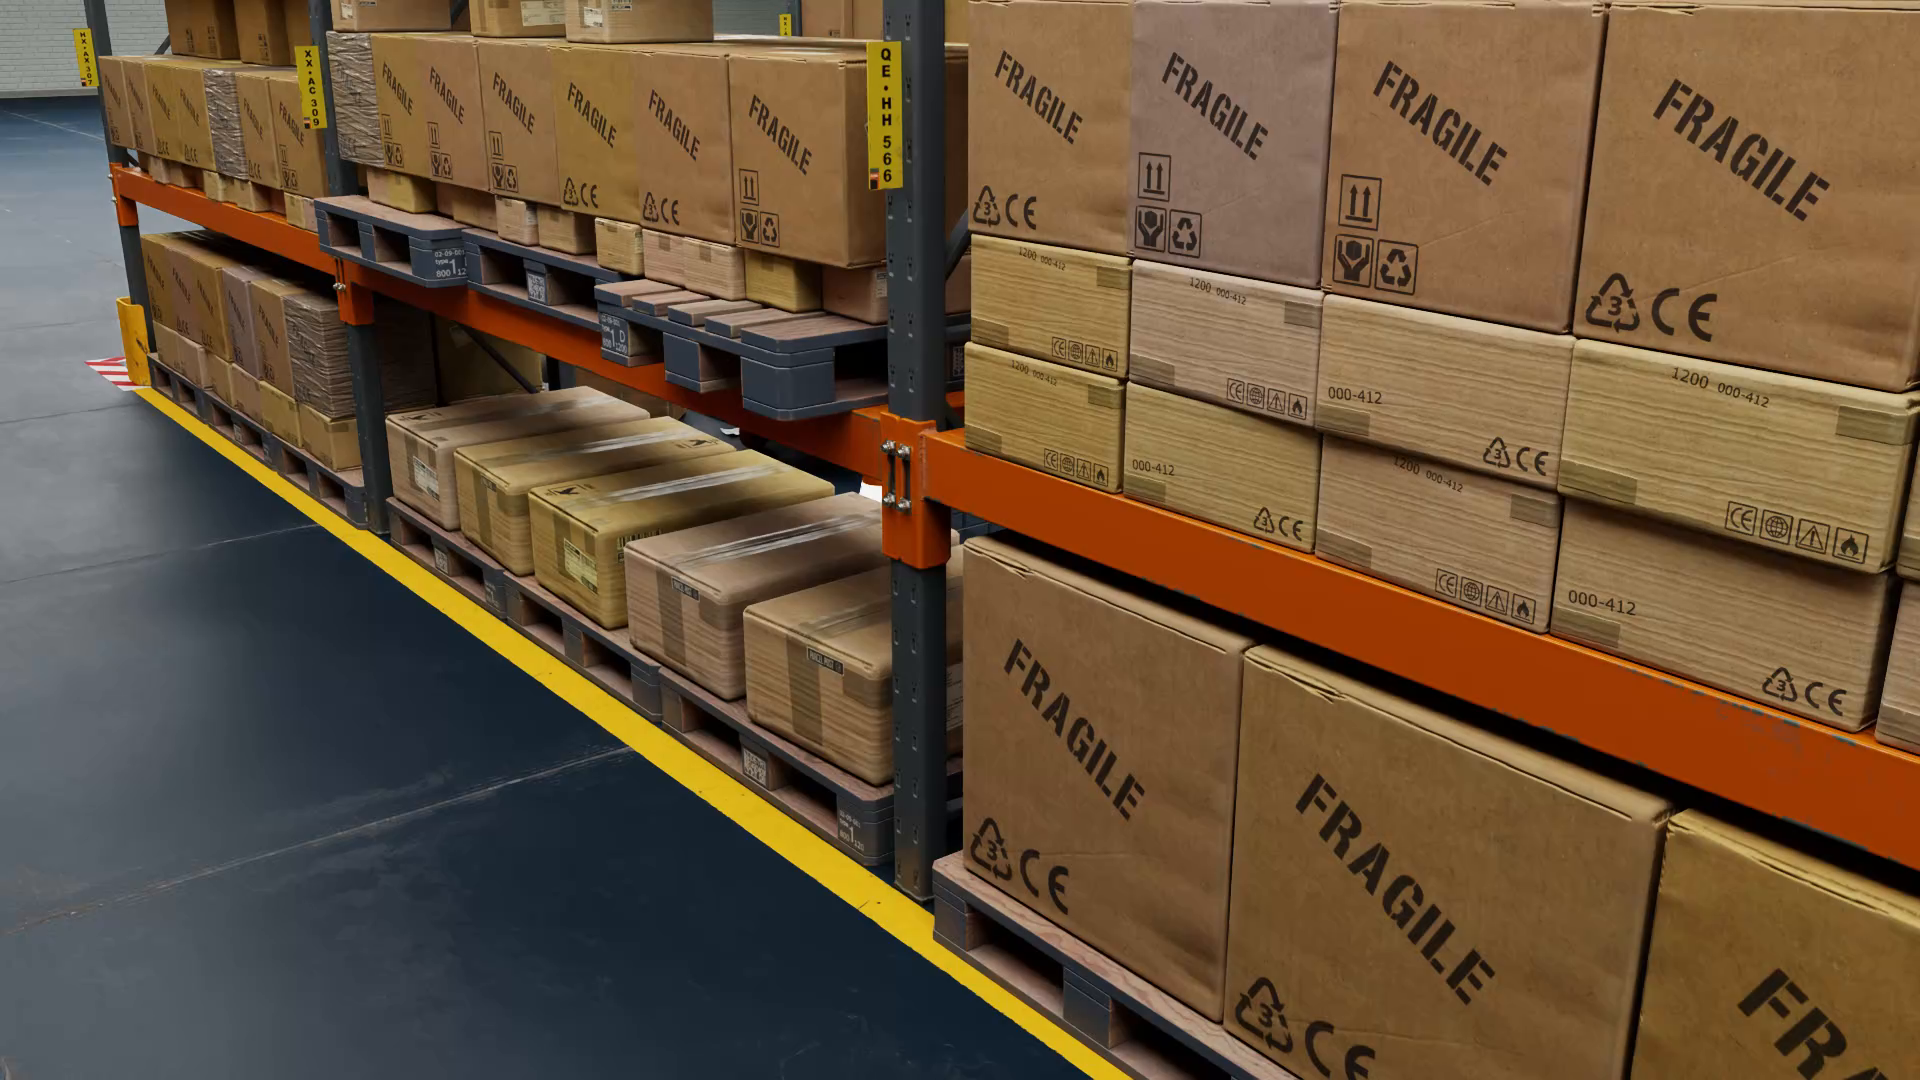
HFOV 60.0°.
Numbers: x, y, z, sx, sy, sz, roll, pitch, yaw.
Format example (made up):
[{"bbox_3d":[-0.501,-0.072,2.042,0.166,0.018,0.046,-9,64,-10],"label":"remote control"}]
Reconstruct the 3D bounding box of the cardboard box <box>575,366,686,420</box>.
[{"bbox_3d":[-1.831,-0.893,9.260,0.500,0.500,0.500,1,18,2],"label":"cardboard box"}]

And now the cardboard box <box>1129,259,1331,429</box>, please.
[{"bbox_3d":[0.692,-0.429,3.329,0.500,0.250,0.500,-13,23,-35],"label":"cardboard box"}]

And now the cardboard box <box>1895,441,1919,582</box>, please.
[{"bbox_3d":[1.628,-0.053,2.194,0.500,0.250,0.500,-13,23,-35],"label":"cardboard box"}]

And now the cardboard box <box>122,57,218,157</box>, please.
[{"bbox_3d":[-4.315,-2.425,9.283,0.500,0.500,0.500,-13,22,-34],"label":"cardboard box"}]

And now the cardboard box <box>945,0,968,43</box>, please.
[{"bbox_3d":[0.388,-3.623,11.576,0.875,0.550,0.500,-14,23,-36],"label":"cardboard box"}]

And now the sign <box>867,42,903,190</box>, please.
[{"bbox_3d":[-0.168,-0.967,3.795,0.100,0.325,0.005,-14,23,-36],"label":"sign"}]

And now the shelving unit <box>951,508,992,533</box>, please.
[{"bbox_3d":[-0.009,-0.573,7.185,0.258,1.200,0.189,-14,23,-36],"label":"shelving unit"}]

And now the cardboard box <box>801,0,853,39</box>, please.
[{"bbox_3d":[-0.698,-4.010,12.746,0.875,0.550,0.550,-14,23,-36],"label":"cardboard box"}]

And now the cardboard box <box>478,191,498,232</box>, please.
[{"bbox_3d":[-1.474,-1.180,5.886,0.380,0.149,0.250,-14,23,-36],"label":"cardboard box"}]

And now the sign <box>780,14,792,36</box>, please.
[{"bbox_3d":[-1.337,-3.867,12.767,0.100,0.325,0.005,-14,23,-36],"label":"sign"}]

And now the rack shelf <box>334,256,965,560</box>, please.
[{"bbox_3d":[-0.990,-0.715,5.893,1.077,0.370,4.000,-14,23,-36],"label":"rack shelf"}]

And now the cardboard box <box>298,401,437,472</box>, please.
[{"bbox_3d":[-2.810,-0.536,7.916,0.500,0.250,0.500,-13,22,-34],"label":"cardboard box"}]

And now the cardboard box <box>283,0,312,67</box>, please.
[{"bbox_3d":[-2.926,-2.622,8.287,0.700,0.500,0.500,-15,23,-37],"label":"cardboard box"}]

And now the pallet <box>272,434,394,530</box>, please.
[{"bbox_3d":[-2.677,-0.384,8.186,1.003,0.211,1.213,-14,23,-36],"label":"pallet"}]

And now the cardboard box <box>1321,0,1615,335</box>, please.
[{"bbox_3d":[0.991,-0.665,2.850,0.500,0.500,0.500,-13,22,-35],"label":"cardboard box"}]

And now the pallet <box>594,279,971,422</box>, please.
[{"bbox_3d":[-0.275,-0.627,4.790,1.213,0.211,1.003,-14,23,-36],"label":"pallet"}]

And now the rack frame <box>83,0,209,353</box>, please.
[{"bbox_3d":[-4.716,-2.535,10.245,1.000,3.000,0.127,-14,23,-36],"label":"rack frame"}]

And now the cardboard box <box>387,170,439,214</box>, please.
[{"bbox_3d":[-1.989,-1.368,6.453,0.380,0.149,0.250,-13,23,-35],"label":"cardboard box"}]

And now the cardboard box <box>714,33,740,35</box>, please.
[{"bbox_3d":[-1.141,-1.618,6.176,0.500,0.500,0.500,-13,22,-34],"label":"cardboard box"}]

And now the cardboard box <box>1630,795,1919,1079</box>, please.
[{"bbox_3d":[1.720,0.873,2.665,0.875,0.875,0.875,-13,22,-35],"label":"cardboard box"}]

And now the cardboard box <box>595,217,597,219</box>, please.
[{"bbox_3d":[-0.940,-0.999,5.338,0.380,0.149,0.250,-14,23,-36],"label":"cardboard box"}]

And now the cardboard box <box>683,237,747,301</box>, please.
[{"bbox_3d":[-0.551,-0.784,4.688,0.380,0.149,0.250,-14,23,-37],"label":"cardboard box"}]

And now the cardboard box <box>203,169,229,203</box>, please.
[{"bbox_3d":[-3.628,-1.824,8.500,0.380,0.149,0.250,-14,23,-36],"label":"cardboard box"}]

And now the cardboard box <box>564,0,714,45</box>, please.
[{"bbox_3d":[-0.986,-1.607,5.113,0.380,0.149,0.250,-15,24,-39],"label":"cardboard box"}]

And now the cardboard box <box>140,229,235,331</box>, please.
[{"bbox_3d":[-4.416,-1.526,9.713,0.500,0.500,0.500,-15,23,-38],"label":"cardboard box"}]

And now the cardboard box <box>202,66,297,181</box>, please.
[{"bbox_3d":[-3.354,-2.051,8.153,0.500,0.500,0.500,-13,22,-35],"label":"cardboard box"}]

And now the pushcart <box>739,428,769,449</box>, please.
[{"bbox_3d":[-0.476,-0.761,9.062,0.936,0.377,1.648,11,21,30],"label":"pushcart"}]

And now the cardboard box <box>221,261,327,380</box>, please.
[{"bbox_3d":[-3.445,-1.143,8.555,0.500,0.500,0.500,-13,22,-33],"label":"cardboard box"}]

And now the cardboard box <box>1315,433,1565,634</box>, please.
[{"bbox_3d":[1.012,-0.069,3.037,0.500,0.250,0.500,-13,22,-34],"label":"cardboard box"}]

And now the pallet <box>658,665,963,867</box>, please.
[{"bbox_3d":[-0.233,0.568,5.313,1.003,0.211,1.213,-14,23,-36],"label":"pallet"}]

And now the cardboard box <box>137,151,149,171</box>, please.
[{"bbox_3d":[-4.667,-2.291,9.910,0.380,0.149,0.250,-14,23,-36],"label":"cardboard box"}]

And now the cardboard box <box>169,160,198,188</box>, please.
[{"bbox_3d":[-4.090,-2.022,9.096,0.380,0.149,0.250,-13,22,-35],"label":"cardboard box"}]

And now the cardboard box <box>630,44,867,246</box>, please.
[{"bbox_3d":[-0.578,-1.134,4.716,0.500,0.500,0.500,-14,23,-37],"label":"cardboard box"}]

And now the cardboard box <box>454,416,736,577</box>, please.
[{"bbox_3d":[-1.456,-0.196,6.694,0.950,0.372,0.625,-12,22,-33],"label":"cardboard box"}]

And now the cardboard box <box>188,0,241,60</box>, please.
[{"bbox_3d":[-3.919,-2.988,9.393,0.700,0.500,0.500,-14,23,-36],"label":"cardboard box"}]

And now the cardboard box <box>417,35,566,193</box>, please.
[{"bbox_3d":[-1.558,-1.518,5.874,0.500,0.500,0.500,-14,23,-36],"label":"cardboard box"}]

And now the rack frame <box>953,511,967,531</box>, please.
[{"bbox_3d":[-0.066,-0.596,7.253,0.240,1.200,0.006,-14,23,-36],"label":"rack frame"}]

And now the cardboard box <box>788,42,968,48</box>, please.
[{"bbox_3d":[-0.176,-1.234,5.018,0.500,0.500,0.500,-13,22,-33],"label":"cardboard box"}]

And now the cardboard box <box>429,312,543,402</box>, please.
[{"bbox_3d":[-2.387,-0.997,8.115,0.500,0.500,0.500,-13,22,-34],"label":"cardboard box"}]

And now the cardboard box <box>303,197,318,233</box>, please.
[{"bbox_3d":[-2.671,-1.449,7.367,0.380,0.149,0.250,-14,23,-37],"label":"cardboard box"}]

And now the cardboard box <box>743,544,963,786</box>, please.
[{"bbox_3d":[-0.092,0.344,5.065,0.950,0.372,0.625,-16,24,-40],"label":"cardboard box"}]

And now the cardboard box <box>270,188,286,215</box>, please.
[{"bbox_3d":[-3.075,-1.653,7.983,0.380,0.149,0.250,-14,23,-37],"label":"cardboard box"}]

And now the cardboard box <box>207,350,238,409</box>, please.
[{"bbox_3d":[-3.772,-0.917,9.065,0.500,0.250,0.500,-12,22,-32],"label":"cardboard box"}]
